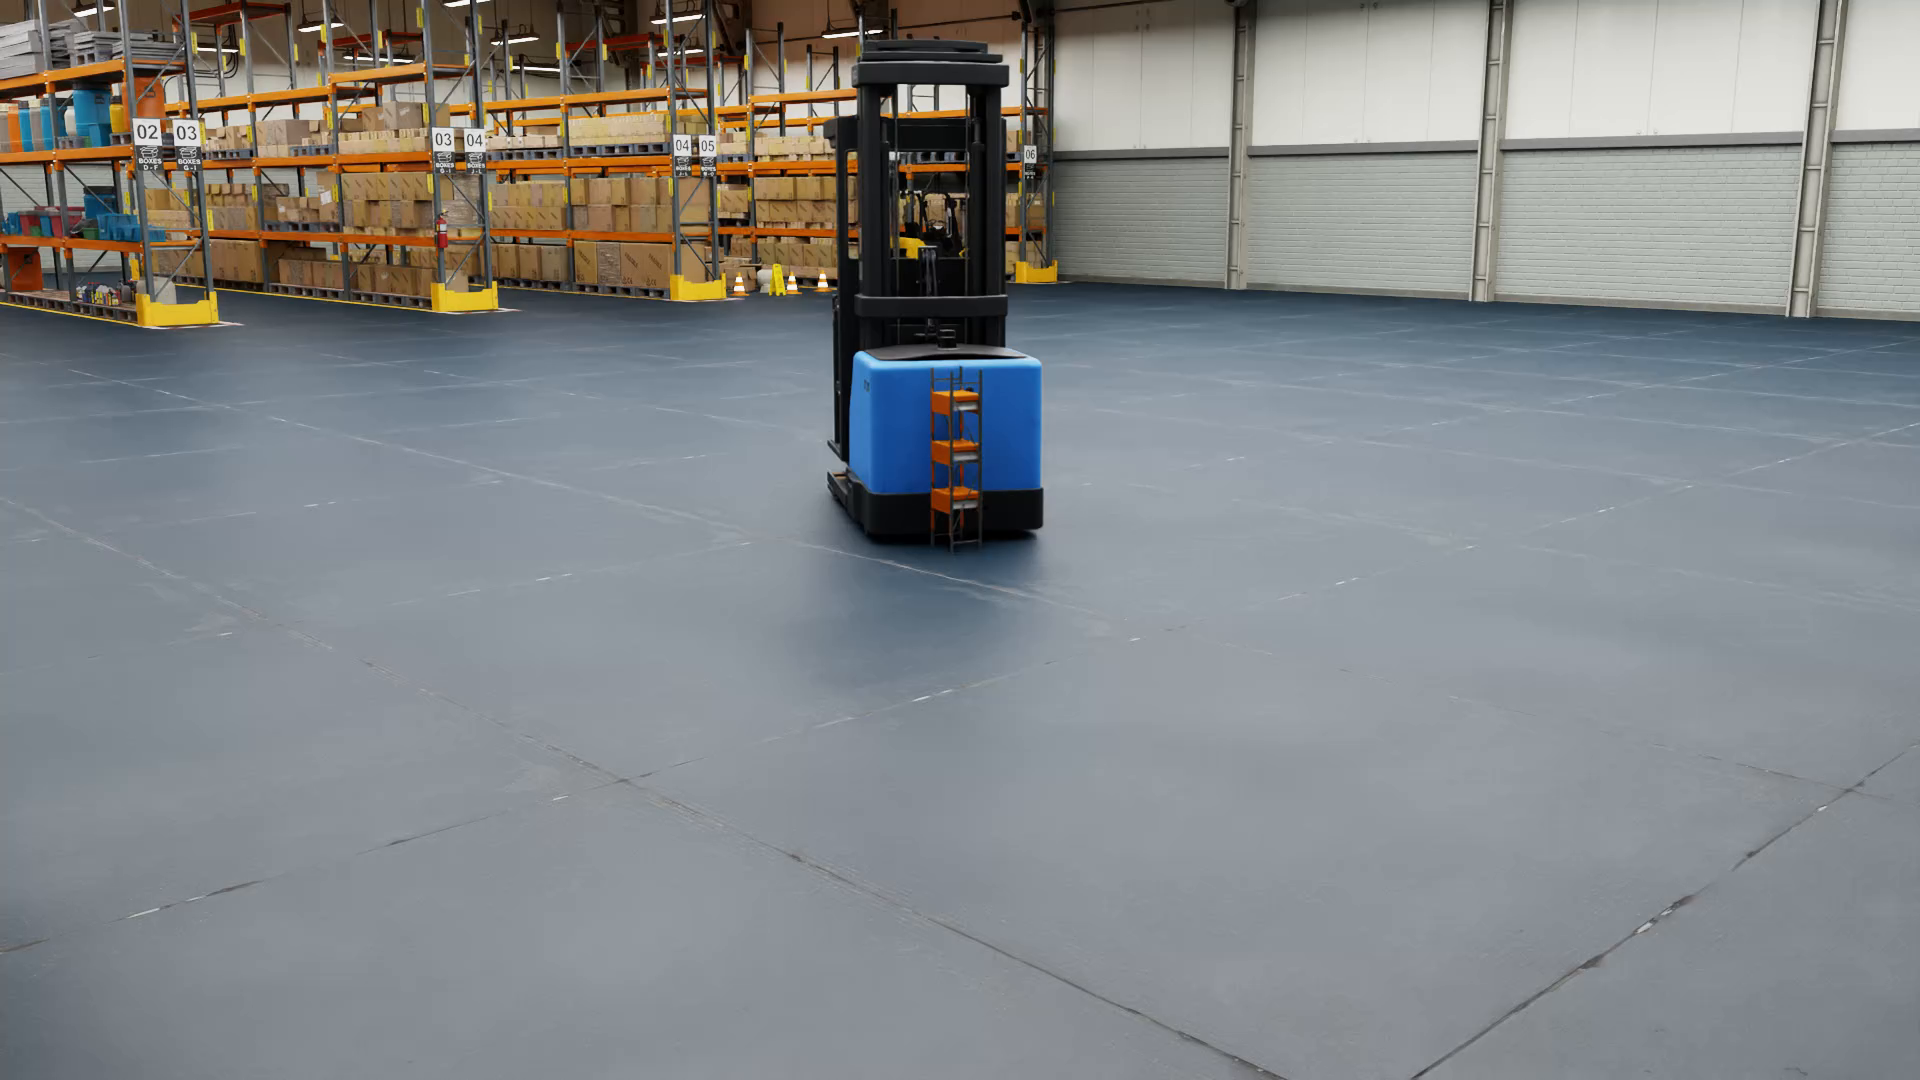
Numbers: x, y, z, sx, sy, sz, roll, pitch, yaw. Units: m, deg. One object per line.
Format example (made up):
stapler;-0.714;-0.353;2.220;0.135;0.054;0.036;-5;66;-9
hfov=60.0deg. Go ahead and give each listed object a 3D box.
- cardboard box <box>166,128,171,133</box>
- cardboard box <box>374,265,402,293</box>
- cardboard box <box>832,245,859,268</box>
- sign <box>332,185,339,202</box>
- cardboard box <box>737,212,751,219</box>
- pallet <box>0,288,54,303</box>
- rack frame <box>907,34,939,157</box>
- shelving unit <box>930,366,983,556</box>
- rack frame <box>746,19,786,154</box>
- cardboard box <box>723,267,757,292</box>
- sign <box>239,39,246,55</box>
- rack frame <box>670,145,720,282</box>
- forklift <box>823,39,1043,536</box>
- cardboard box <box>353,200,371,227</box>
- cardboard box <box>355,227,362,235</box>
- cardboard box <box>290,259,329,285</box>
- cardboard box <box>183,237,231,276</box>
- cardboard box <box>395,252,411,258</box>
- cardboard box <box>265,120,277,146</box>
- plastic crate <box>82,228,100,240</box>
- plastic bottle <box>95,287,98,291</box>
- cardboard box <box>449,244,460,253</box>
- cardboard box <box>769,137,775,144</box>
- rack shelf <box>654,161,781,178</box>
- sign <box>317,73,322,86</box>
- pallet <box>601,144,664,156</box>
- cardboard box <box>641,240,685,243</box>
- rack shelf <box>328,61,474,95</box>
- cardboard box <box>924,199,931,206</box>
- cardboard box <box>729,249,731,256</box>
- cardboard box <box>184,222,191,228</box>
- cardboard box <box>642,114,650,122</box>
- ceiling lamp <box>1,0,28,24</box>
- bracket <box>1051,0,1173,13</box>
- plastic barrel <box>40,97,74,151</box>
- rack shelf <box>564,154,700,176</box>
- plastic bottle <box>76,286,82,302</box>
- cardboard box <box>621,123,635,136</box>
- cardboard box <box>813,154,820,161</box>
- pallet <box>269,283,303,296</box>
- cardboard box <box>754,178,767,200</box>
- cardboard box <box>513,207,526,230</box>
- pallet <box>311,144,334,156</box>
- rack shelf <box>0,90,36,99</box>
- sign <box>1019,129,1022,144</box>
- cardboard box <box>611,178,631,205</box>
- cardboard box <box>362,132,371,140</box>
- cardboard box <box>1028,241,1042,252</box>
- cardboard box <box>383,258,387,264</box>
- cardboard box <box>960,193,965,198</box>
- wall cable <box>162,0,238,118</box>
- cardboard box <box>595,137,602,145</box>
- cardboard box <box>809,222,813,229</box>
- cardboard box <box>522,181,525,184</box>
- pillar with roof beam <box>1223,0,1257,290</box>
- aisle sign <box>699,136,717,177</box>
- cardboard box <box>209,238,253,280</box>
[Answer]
cardboard box;-18.162;-9.345;38.864;0.700;0.500;0.500;-10;15;-40
cardboard box;-11.037;-5.054;32.164;0.500;0.500;0.500;-5;13;-25
cardboard box;-2.498;-6.323;37.085;0.500;0.500;0.500;-11;16;-42
sign;-12.085;-6.708;32.170;0.100;0.325;0.005;-11;16;-43
cardboard box;-5.073;-7.719;39.528;0.380;0.149;0.250;-11;16;-42
pallet;-18.605;-4.856;32.960;1.003;0.211;1.213;-11;16;-43
rack frame;-0.931;-11.231;42.122;1.000;3.000;0.127;-11;16;-43
shelving unit;-0.021;-0.456;9.525;0.215;1.050;0.252;-6;13;-26
rack frame;-4.518;-10.539;38.762;1.000;3.000;0.127;-11;16;-43
cardboard box;-4.800;-5.697;36.318;0.637;0.503;0.797;1;12;6
sign;-14.847;-10.199;34.405;0.100;0.325;0.005;-11;16;-43
rack frame;-5.266;-6.312;33.114;1.000;3.000;0.127;-11;16;-43
forklift;-0.295;-1.711;10.953;1.130;2.935;3.031;-2;12;-11
cardboard box;-11.100;-6.262;31.886;0.875;0.500;0.500;-11;16;-43
cardboard box;-11.399;-5.952;31.990;0.380;0.149;0.250;-11;16;-43
cardboard box;-13.579;-5.620;34.861;0.500;0.500;0.700;10;15;40
cardboard box;-17.608;-6.659;39.025;0.875;0.875;0.875;-11;16;-43
cardboard box;-13.987;-7.180;41.876;0.380;0.149;0.250;-10;15;-41
cardboard box;-13.962;-8.387;34.266;0.500;0.500;0.500;-11;16;-42
plastic crate;-14.535;-5.188;28.184;0.450;0.188;0.662;-11;16;-43
plastic bottle;-14.752;-4.189;28.481;0.097;0.271;0.097;0;12;0
cardboard box;-11.809;-6.964;39.573;0.500;0.250;0.500;-11;16;-42
cardboard box;-4.160;-9.172;38.208;0.250;0.149;0.380;11;16;43
rack shelf;-5.899;-9.009;40.554;1.077;0.370;4.000;-11;16;-43
sign;-16.708;-12.006;43.374;0.100;0.325;0.005;-11;16;-43
pallet;-6.633;-8.023;34.204;1.003;0.211;1.213;-11;16;-43
cardboard box;-7.697;-7.461;42.919;0.875;0.875;0.875;-11;16;-43
rack shelf;-10.304;-8.512;30.716;1.077;0.370;4.000;-11;16;-43
cardboard box;-0.721;-8.538;42.066;0.380;0.149;0.250;-10;16;-41
cardboard box;-6.741;-8.478;49.251;0.500;0.311;0.500;-10;15;-41
cardboard box;-17.658;-7.263;38.352;0.380;0.149;0.250;-11;16;-42
cardboard box;-6.093;-8.379;33.073;0.380;0.149;0.250;-11;16;-42
ceiling lamp;-23.587;-13.820;40.226;2.000;3.185;0.800;-11;16;-43
bracket;3.823;-12.149;37.657;0.076;0.066;4.783;-11;16;-43
plastic barrel;-15.776;-7.288;29.175;0.600;0.901;0.708;-11;16;-43
rack shelf;-6.647;-7.721;34.301;1.077;0.370;4.000;-11;16;-43
plastic bottle;-15.365;-4.301;29.023;0.097;0.271;0.097;0;12;0
cardboard box;-6.497;-8.287;33.613;0.500;0.250;0.500;-11;16;-43
cardboard box;-3.069;-8.566;37.246;0.250;0.149;0.380;11;16;44
pallet;-13.909;-5.323;35.225;1.003;0.211;1.213;-11;16;-43
cardboard box;-4.371;-8.190;38.768;0.700;0.500;0.500;-11;16;-43
cardboard box;-9.633;-7.205;37.201;0.500;0.500;0.500;-11;16;-43
pallet;-12.035;-7.701;32.890;1.213;0.211;1.003;-11;16;-43
rack shelf;-19.411;-8.795;33.073;1.077;0.370;4.000;-11;16;-43
sign;1.430;-9.499;39.153;0.100;0.325;0.005;-11;16;-43
cardboard box;-6.690;-7.201;34.383;0.875;0.550;0.500;-11;16;-43
cardboard box;-10.958;-7.567;31.157;0.380;0.149;0.250;-11;16;-44
cardboard box;1.637;-7.154;40.497;0.500;0.250;0.500;-11;16;-43
cardboard box;-14.394;-7.094;42.200;0.250;0.149;0.380;11;16;43
cardboard box;0.207;-8.506;41.172;0.380;0.149;0.250;-11;16;-42
wall cable;-21.385;-13.790;46.572;2.277;5.999;0.120;-11;16;-43
cardboard box;-7.319;-8.248;34.411;0.380;0.149;0.250;-11;16;-43
cardboard box;-3.210;-7.144;37.776;0.380;0.149;0.250;-11;16;-43
cardboard box;-12.017;-9.968;46.529;0.380;0.149;0.250;-11;16;-42
pillar with roof beam;3.032;-9.399;33.230;9.100;9.000;0.548;-11;16;-43
aisle sign;-5.000;-7.617;33.005;0.394;0.787;0.004;-11;16;-43
cardboard box;-16.136;-6.331;37.432;0.875;0.875;1.225;11;16;43
